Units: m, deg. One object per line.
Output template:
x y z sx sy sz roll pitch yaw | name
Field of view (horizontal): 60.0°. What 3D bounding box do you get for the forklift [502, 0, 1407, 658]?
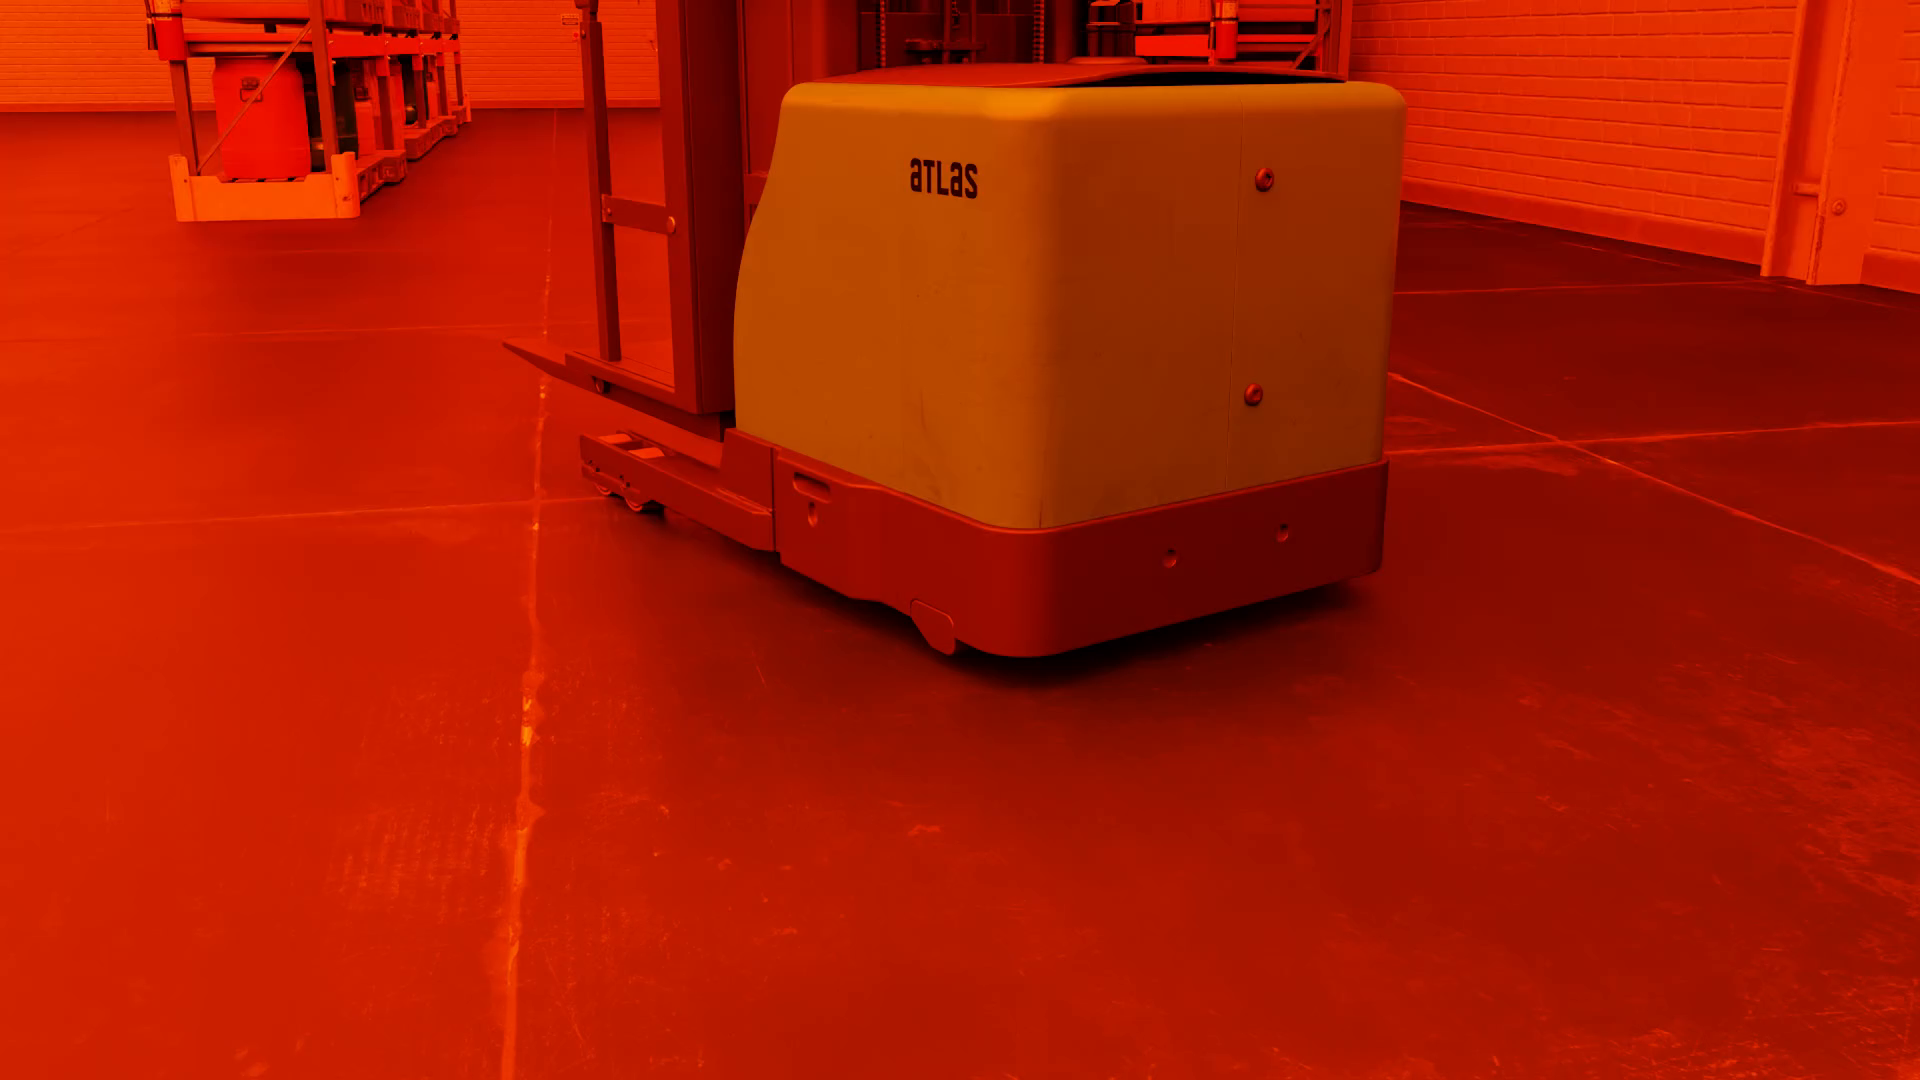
-0.350 -1.547 4.075 1.130 2.935 3.031 -11 20 -34 | forklift
